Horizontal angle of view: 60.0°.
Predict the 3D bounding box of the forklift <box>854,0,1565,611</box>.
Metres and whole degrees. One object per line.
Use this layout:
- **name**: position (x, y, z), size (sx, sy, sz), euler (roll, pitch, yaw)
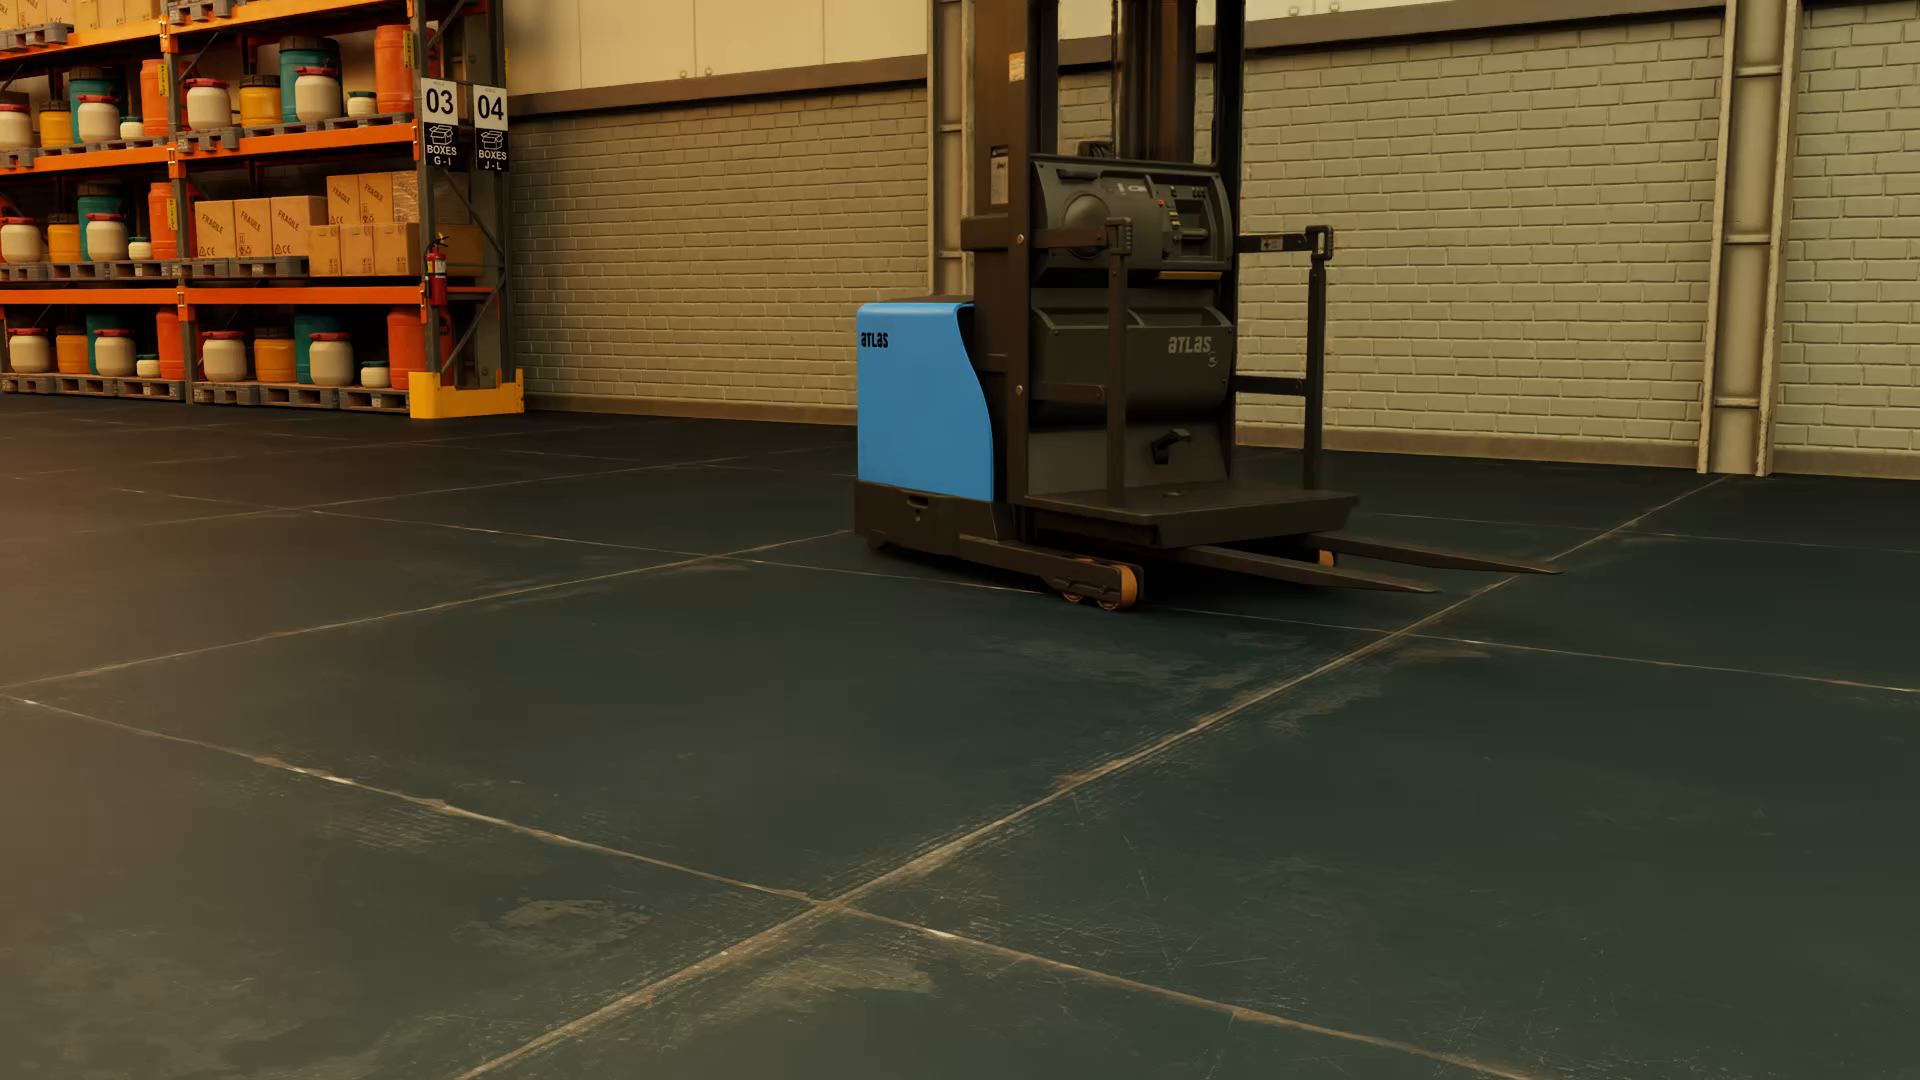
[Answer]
- **forklift**: position (0.796, -1.279, 6.184), size (1.130, 2.935, 3.031), euler (-6, 10, -35)
